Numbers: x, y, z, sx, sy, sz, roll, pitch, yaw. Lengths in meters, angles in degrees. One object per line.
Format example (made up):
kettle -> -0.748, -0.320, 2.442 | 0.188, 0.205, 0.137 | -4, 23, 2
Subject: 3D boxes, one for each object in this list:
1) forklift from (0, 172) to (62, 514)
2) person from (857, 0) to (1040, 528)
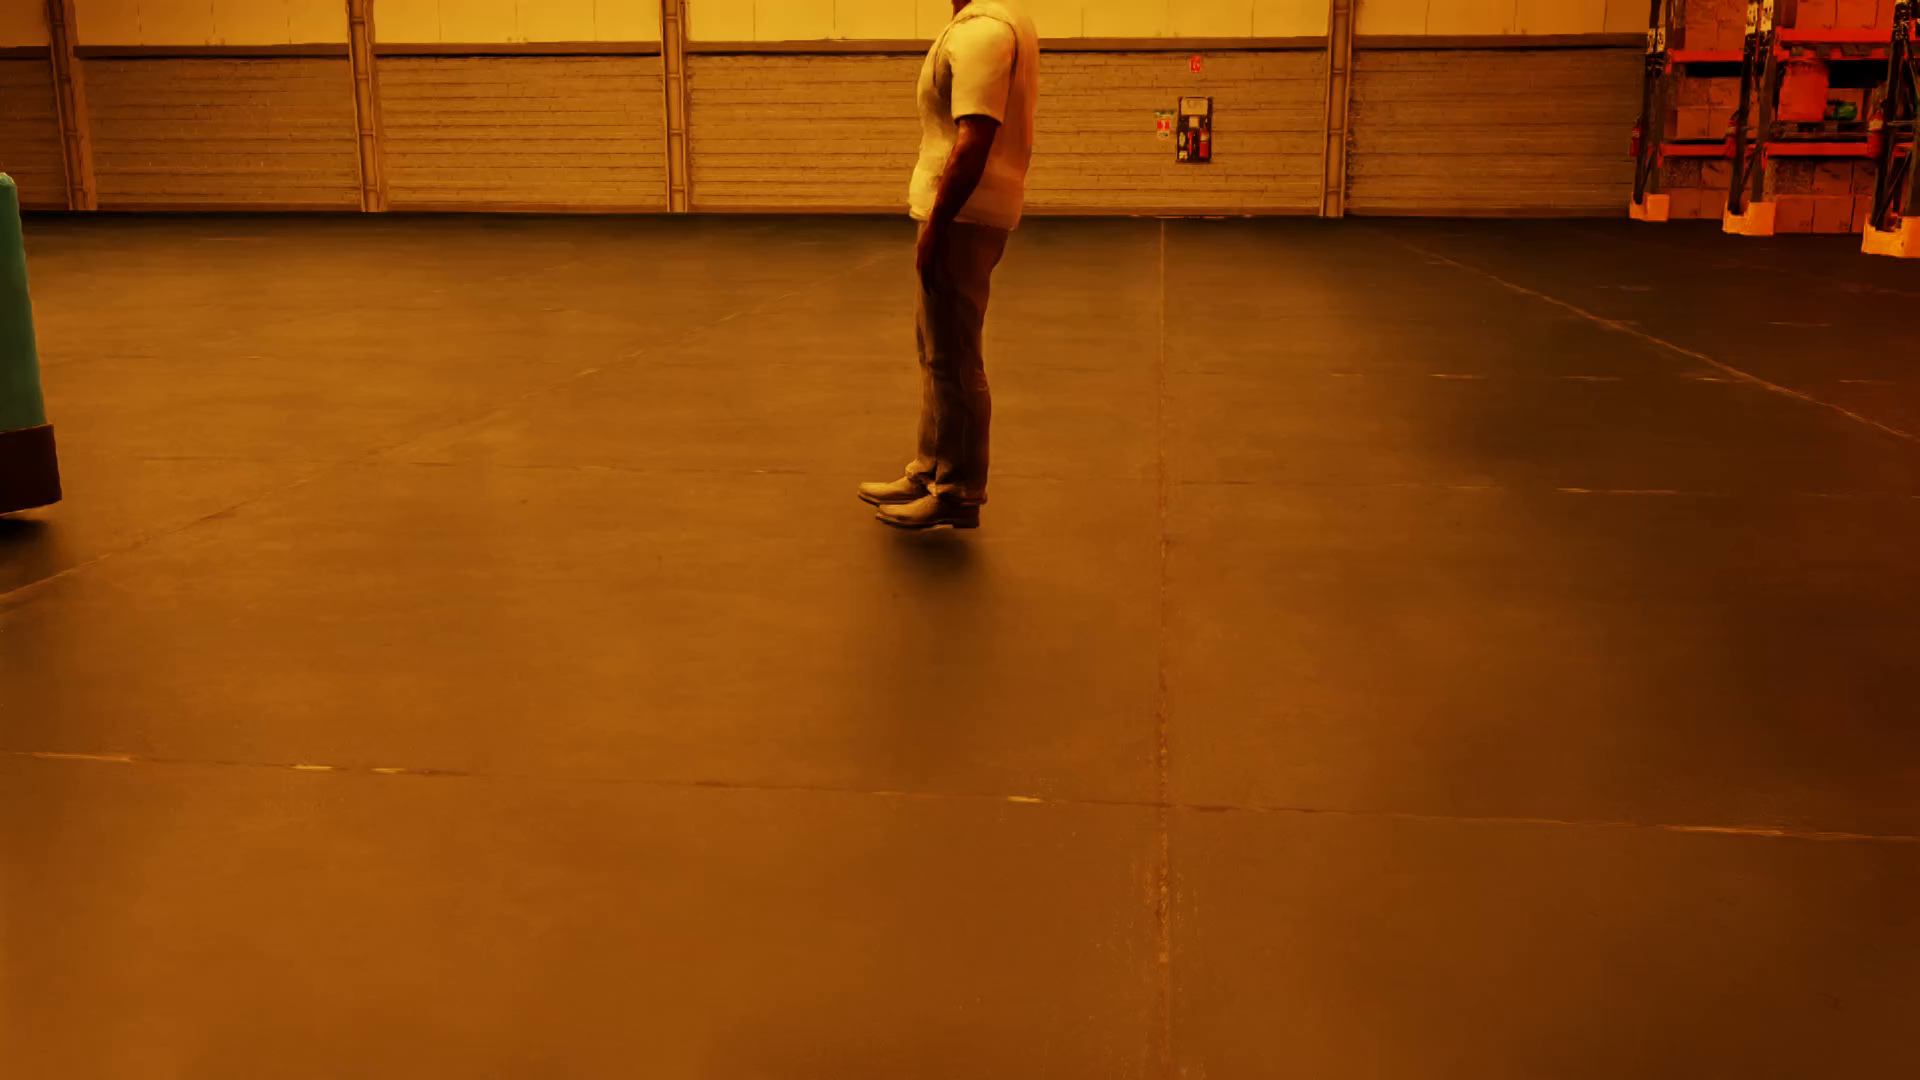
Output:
forklift -> -4.337, -1.534, 5.068 | 3.031, 2.935, 1.130 | 7, 15, 26
person -> -0.068, -0.909, 4.748 | 0.576, 1.766, 0.665 | 2, 13, 7
